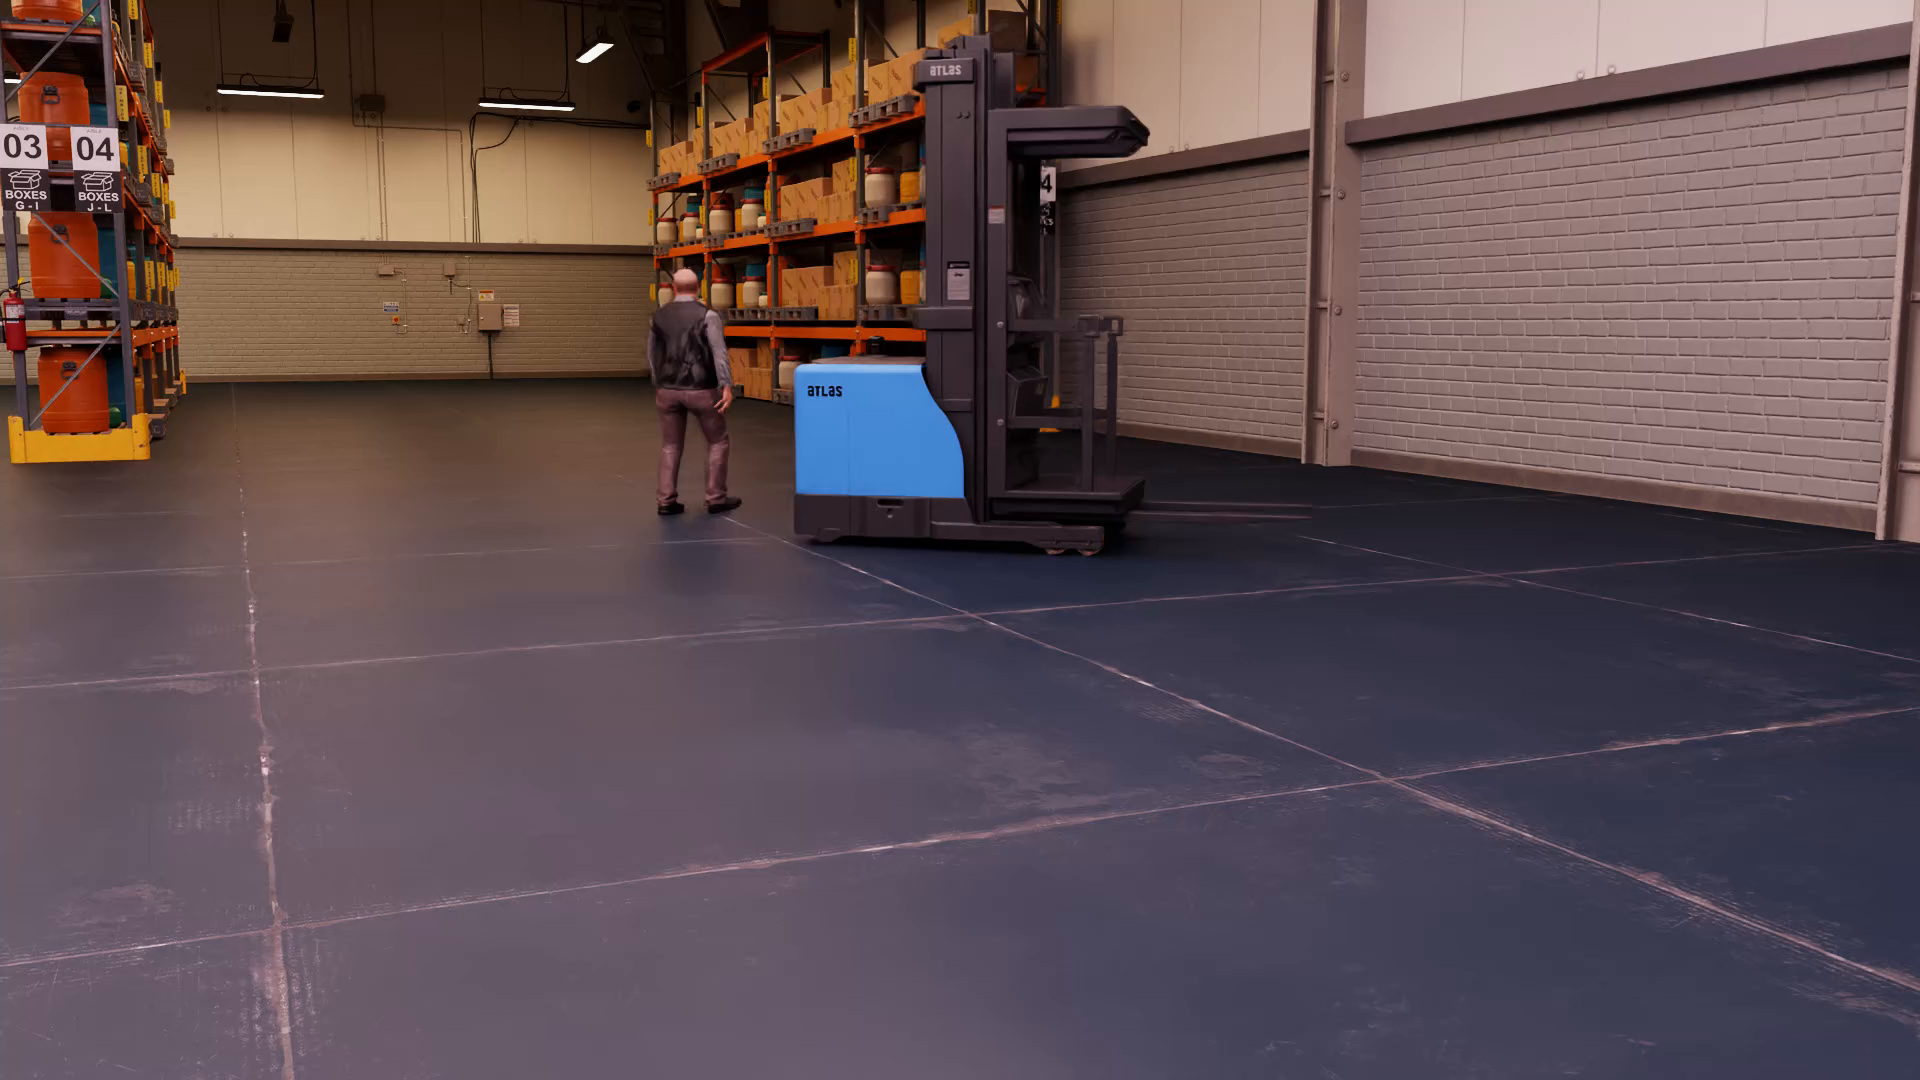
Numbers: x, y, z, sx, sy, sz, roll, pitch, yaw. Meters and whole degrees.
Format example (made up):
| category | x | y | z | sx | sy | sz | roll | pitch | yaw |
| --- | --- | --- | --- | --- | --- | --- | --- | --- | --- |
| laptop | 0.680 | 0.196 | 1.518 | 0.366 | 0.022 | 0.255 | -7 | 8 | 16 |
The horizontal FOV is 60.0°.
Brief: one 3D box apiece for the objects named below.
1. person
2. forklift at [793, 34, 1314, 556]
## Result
| category | x | y | z | sx | sy | sz | roll | pitch | yaw |
| --- | --- | --- | --- | --- | --- | --- | --- | --- | --- |
| person | -1.871 | -1.025 | 11.526 | 0.658 | 1.692 | 0.532 | 2 | 8 | 12 |
| forklift | 0.577 | -1.440 | 9.859 | 3.031 | 2.935 | 1.130 | 2 | 8 | 13 |
